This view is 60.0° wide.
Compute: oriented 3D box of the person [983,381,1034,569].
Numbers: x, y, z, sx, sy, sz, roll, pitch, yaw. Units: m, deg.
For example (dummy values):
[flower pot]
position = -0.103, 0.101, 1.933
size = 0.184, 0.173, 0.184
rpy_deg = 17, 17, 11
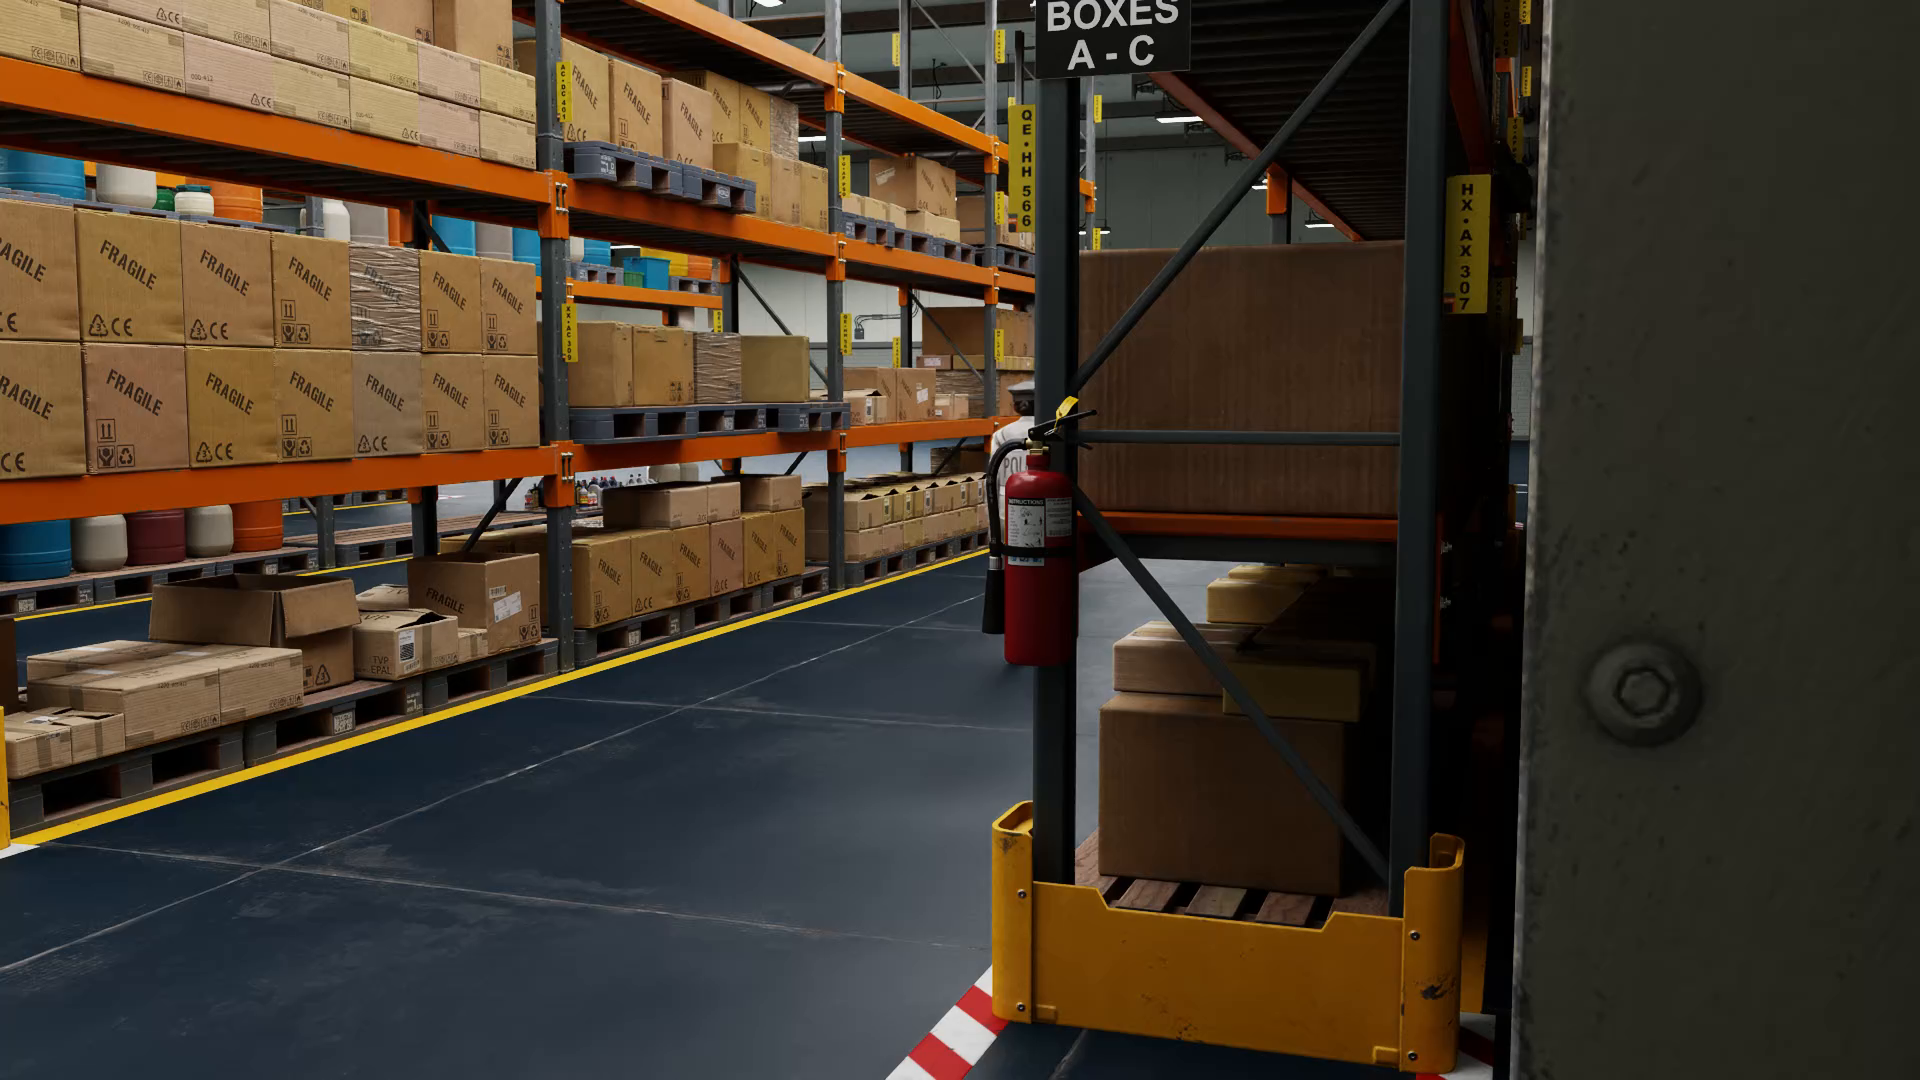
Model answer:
[person]
position = 0.413, -0.098, 9.788
size = 0.538, 1.661, 0.415
rpy_deg = 1, 6, 15
